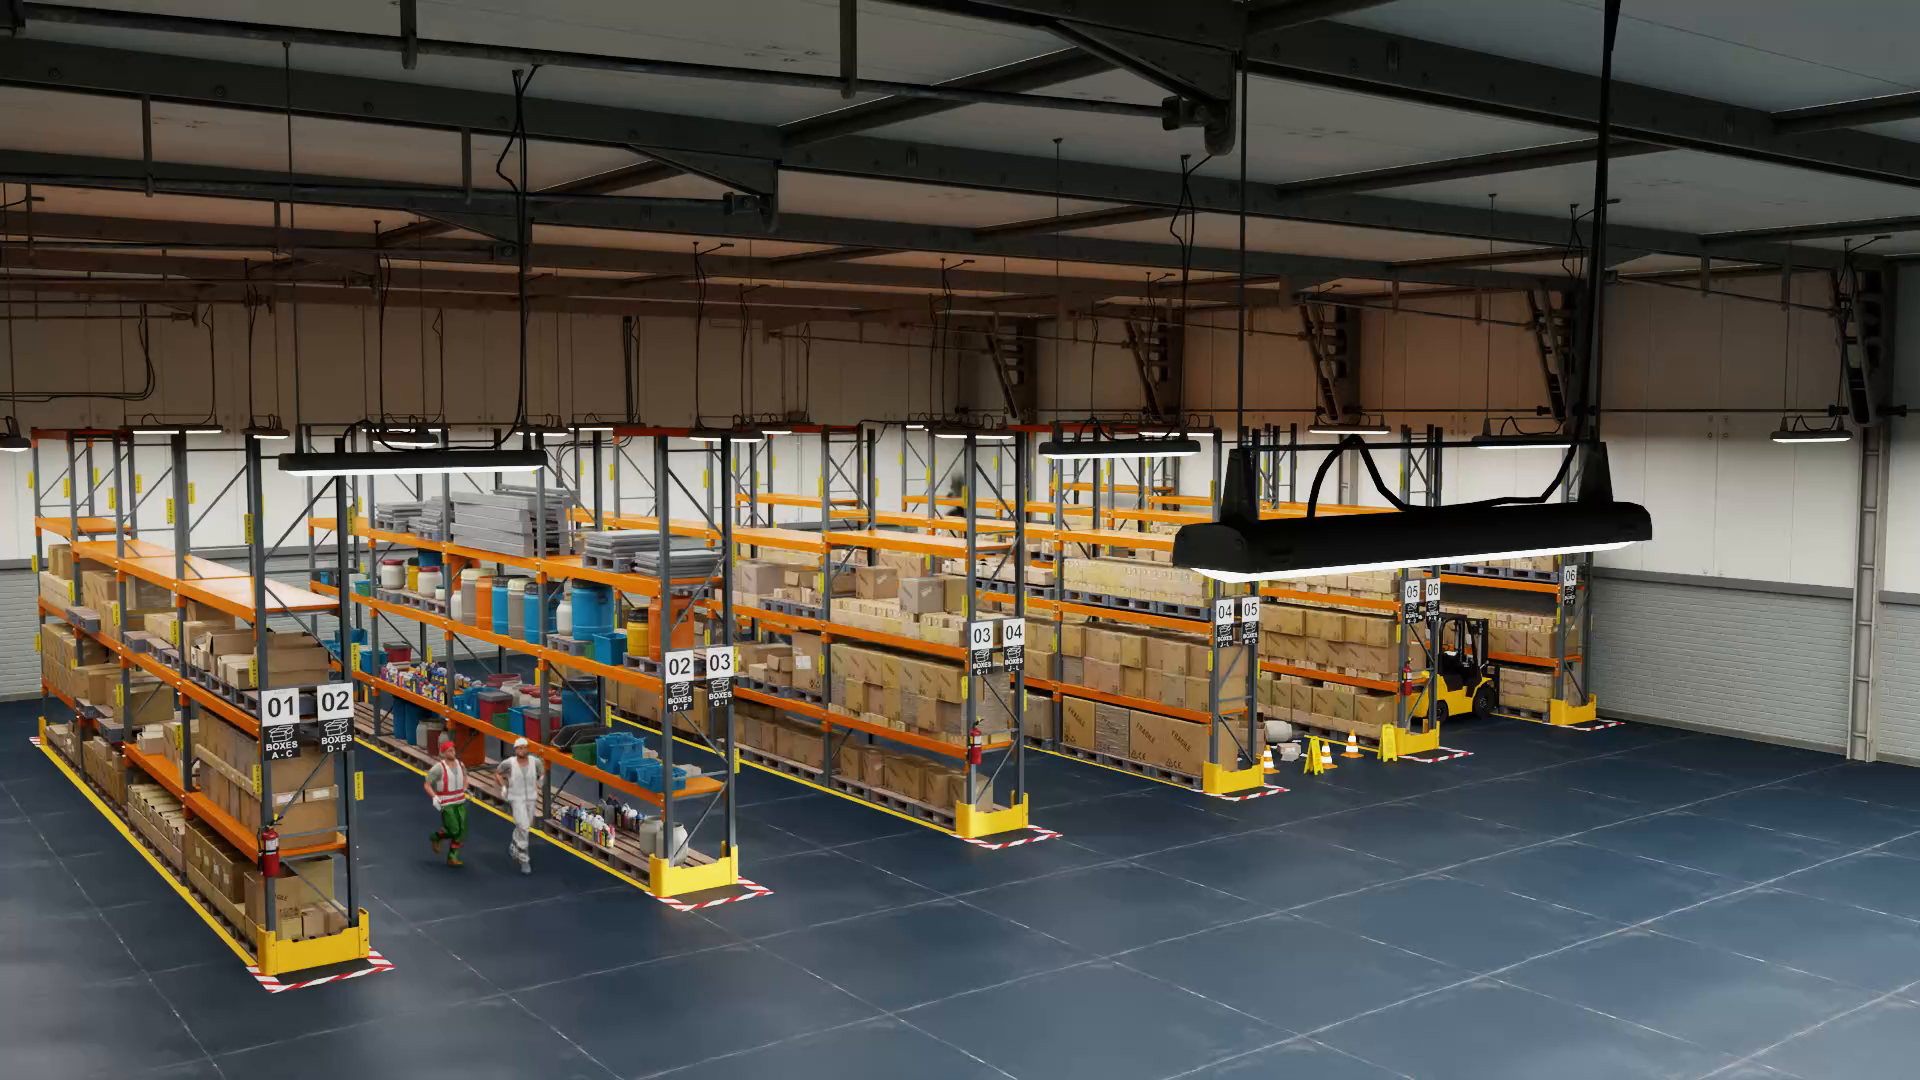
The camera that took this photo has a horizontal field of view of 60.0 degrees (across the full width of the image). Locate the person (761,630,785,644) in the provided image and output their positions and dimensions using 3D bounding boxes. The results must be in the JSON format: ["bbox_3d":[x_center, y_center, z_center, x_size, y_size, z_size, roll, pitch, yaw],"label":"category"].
[{"bbox_3d":[-4.781,2.128,42.310,0.902,1.798,0.675,-3,5,-32],"label":"person"}]

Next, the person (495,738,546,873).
[{"bbox_3d":[-6.044,3.639,23.029,0.618,1.851,0.798,-4,6,-39],"label":"person"}]

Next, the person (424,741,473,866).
[{"bbox_3d":[-7.086,3.653,23.114,0.603,1.743,0.656,3,6,38],"label":"person"}]
